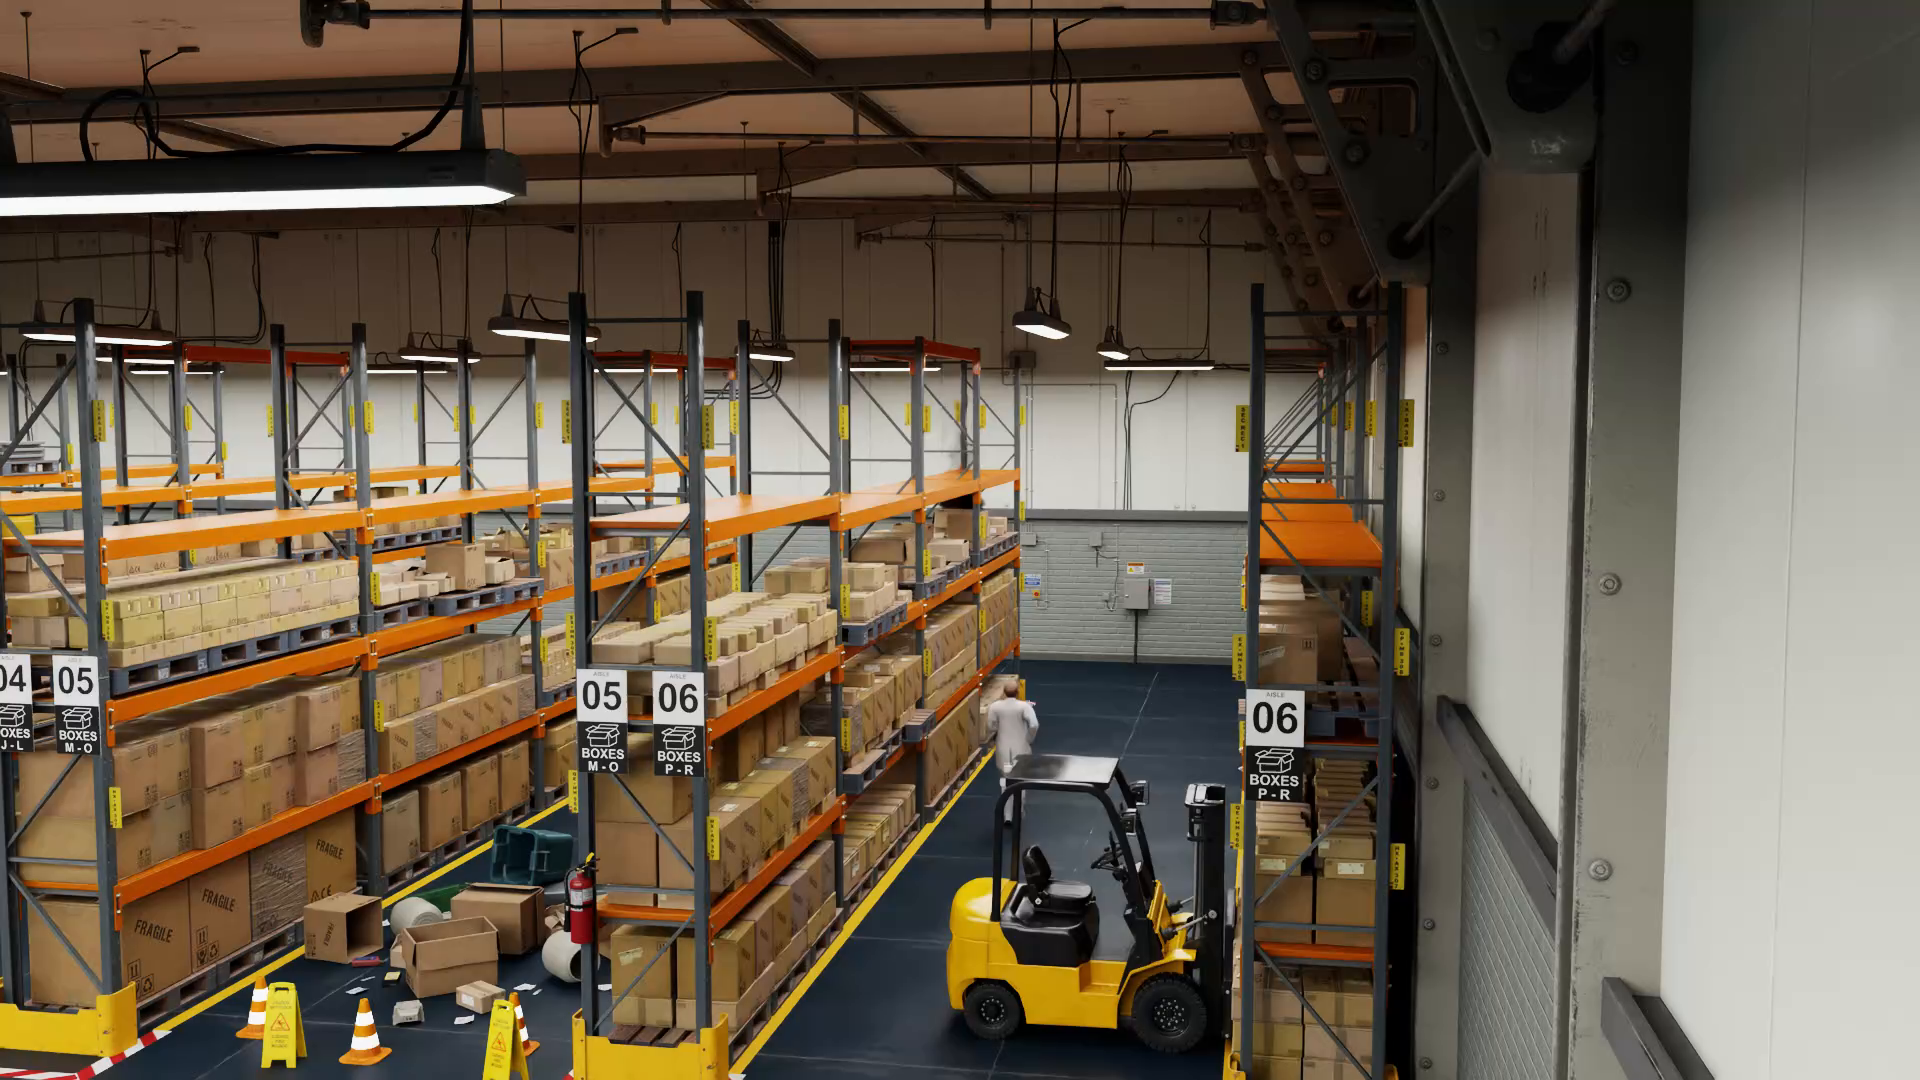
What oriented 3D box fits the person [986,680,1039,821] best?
[{"bbox_3d":[0.682,2.619,20.798,0.689,1.775,0.696,1,5,11],"label":"person"}]
